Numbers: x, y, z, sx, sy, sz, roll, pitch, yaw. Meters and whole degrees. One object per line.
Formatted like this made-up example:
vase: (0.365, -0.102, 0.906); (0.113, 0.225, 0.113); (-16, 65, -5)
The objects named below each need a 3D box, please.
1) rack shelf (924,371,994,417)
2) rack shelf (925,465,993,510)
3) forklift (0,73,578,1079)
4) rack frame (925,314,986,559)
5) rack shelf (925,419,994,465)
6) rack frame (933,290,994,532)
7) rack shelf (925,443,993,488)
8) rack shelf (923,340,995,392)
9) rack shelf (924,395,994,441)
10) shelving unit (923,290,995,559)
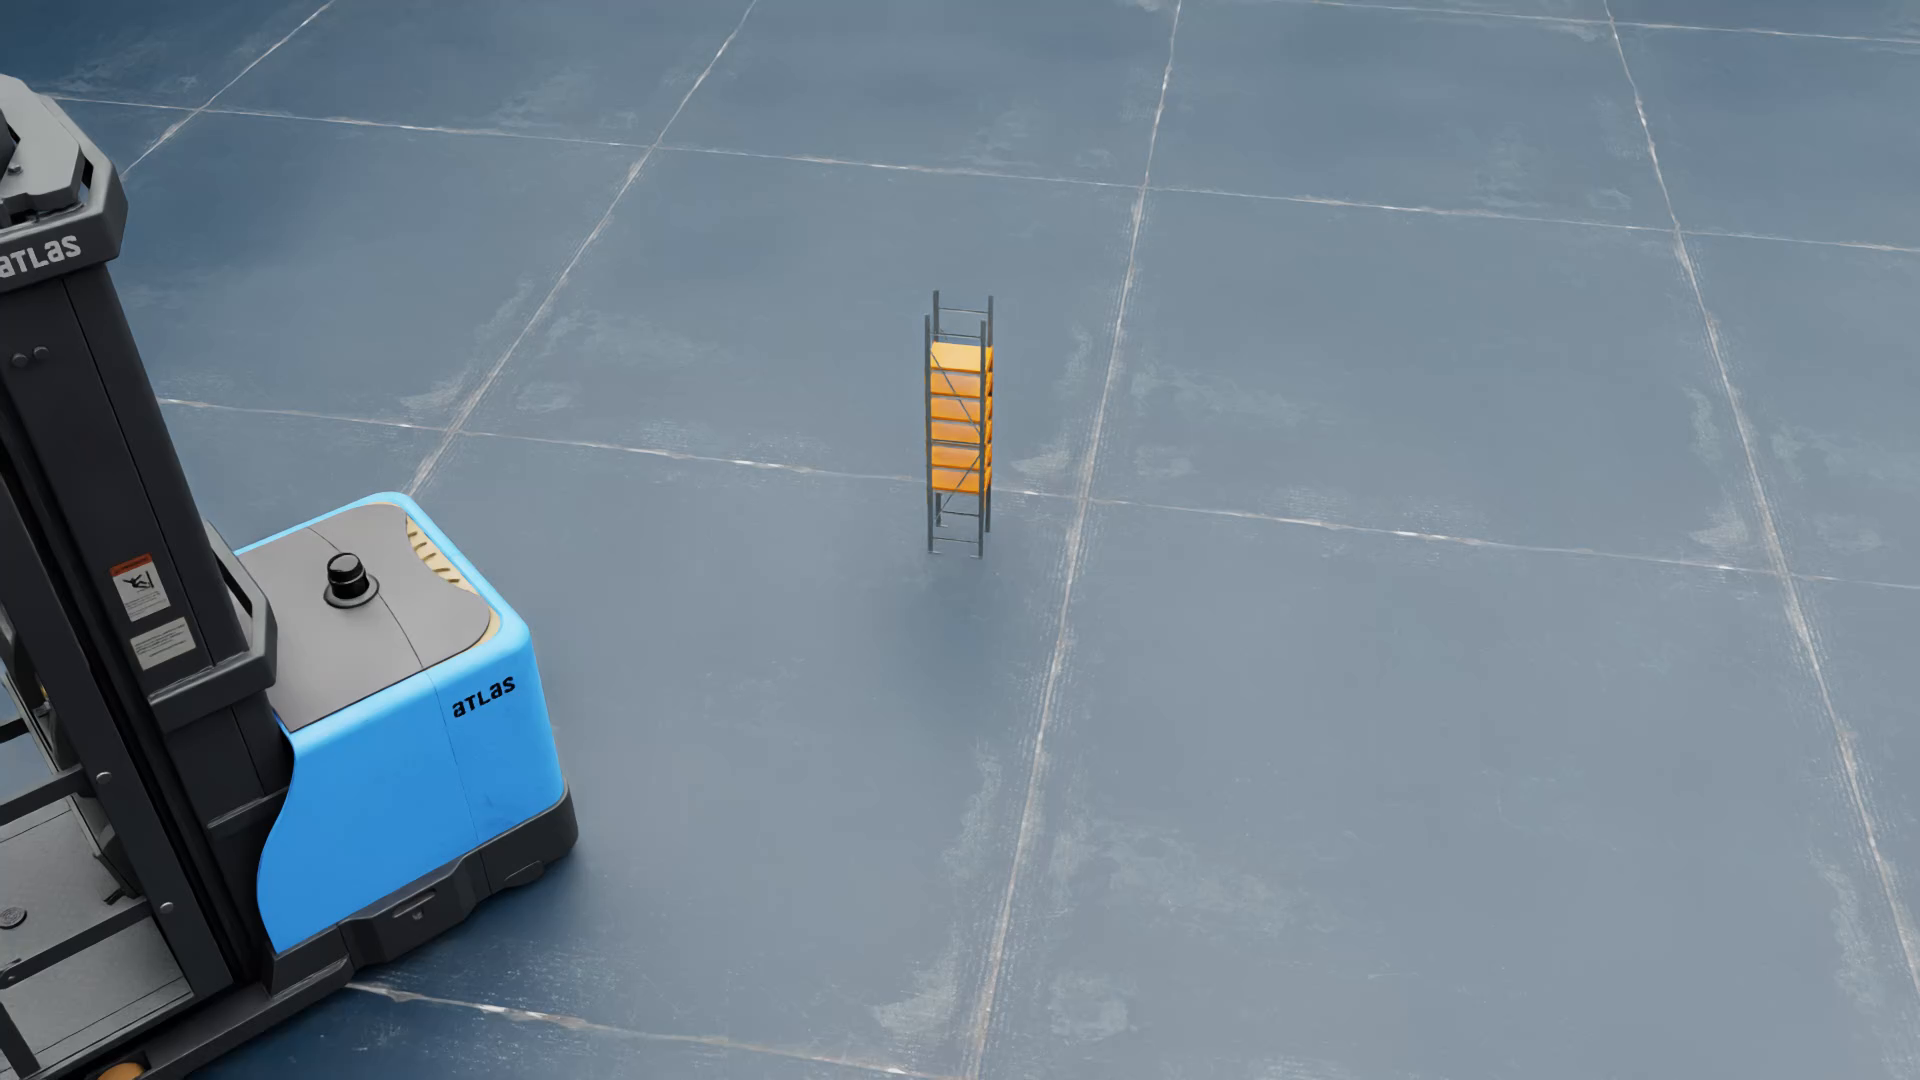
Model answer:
rack shelf: (-0.002, -0.604, 6.732); (0.258, 0.103, 0.180); (6, 40, 8)
rack shelf: (-0.002, -0.234, 7.038); (0.258, 0.103, 0.180); (6, 40, 8)
forklift: (-2.809, 0.336, 4.543); (3.031, 2.935, 1.130); (-28, 47, -29)
rack frame: (-0.018, -0.396, 6.787); (0.240, 1.200, 0.006); (6, 40, 8)
rack shelf: (-0.002, -0.419, 6.885); (0.258, 0.103, 0.180); (6, 40, 8)
rack frame: (0.013, -0.511, 6.926); (0.240, 1.200, 0.006); (6, 40, 8)
rack shelf: (-0.002, -0.327, 6.961); (0.258, 0.103, 0.180); (6, 40, 8)
rack shelf: (-0.002, -0.697, 6.656); (0.258, 0.103, 0.180); (6, 40, 8)
rack shelf: (-0.002, -0.512, 6.809); (0.258, 0.103, 0.180); (6, 40, 8)
shelving unit: (-0.002, -0.453, 6.857); (0.258, 1.200, 0.189); (6, 40, 8)
